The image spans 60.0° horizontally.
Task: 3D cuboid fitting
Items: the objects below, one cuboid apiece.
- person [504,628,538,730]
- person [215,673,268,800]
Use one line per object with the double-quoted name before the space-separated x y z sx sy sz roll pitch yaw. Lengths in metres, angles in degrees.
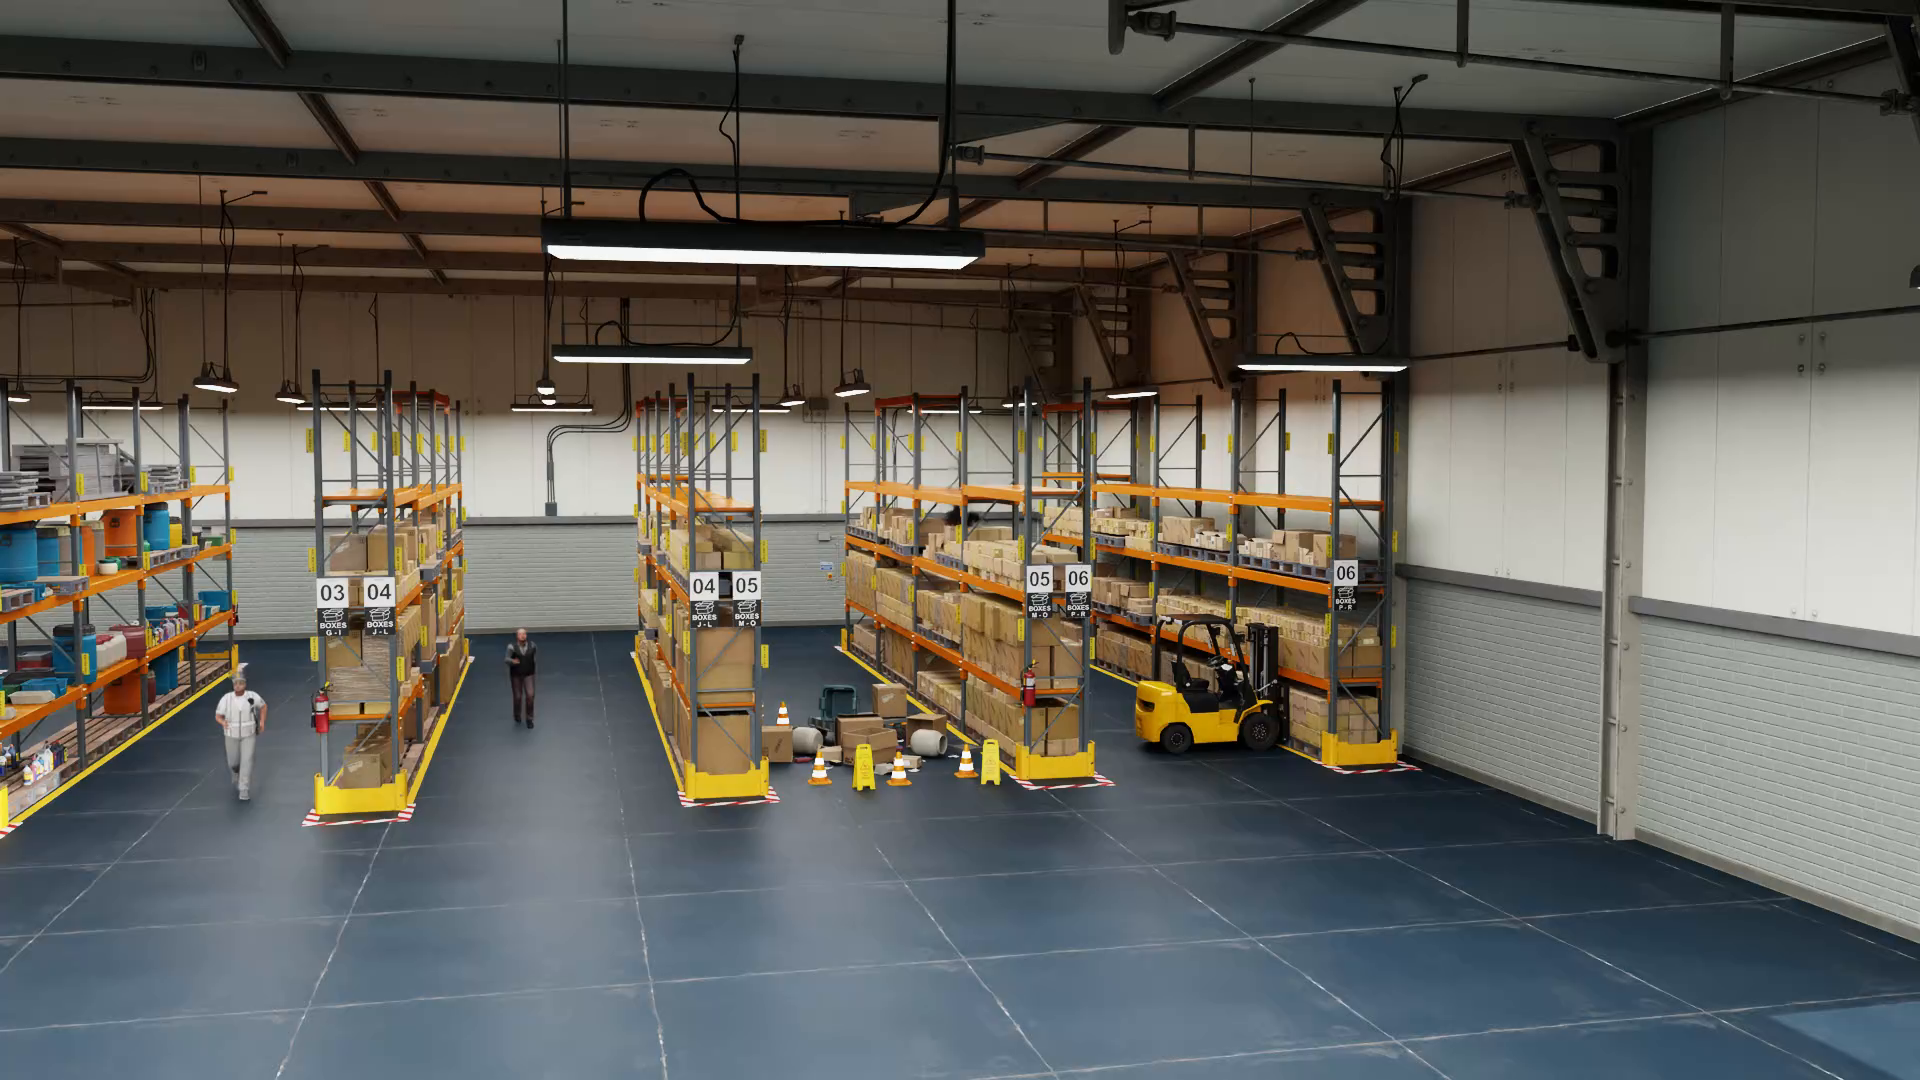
"person" -7.751 2.442 29.434 0.605 1.771 0.845 -1 3 -18
"person" -10.211 2.756 23.638 0.678 1.747 0.992 -1 4 -21
